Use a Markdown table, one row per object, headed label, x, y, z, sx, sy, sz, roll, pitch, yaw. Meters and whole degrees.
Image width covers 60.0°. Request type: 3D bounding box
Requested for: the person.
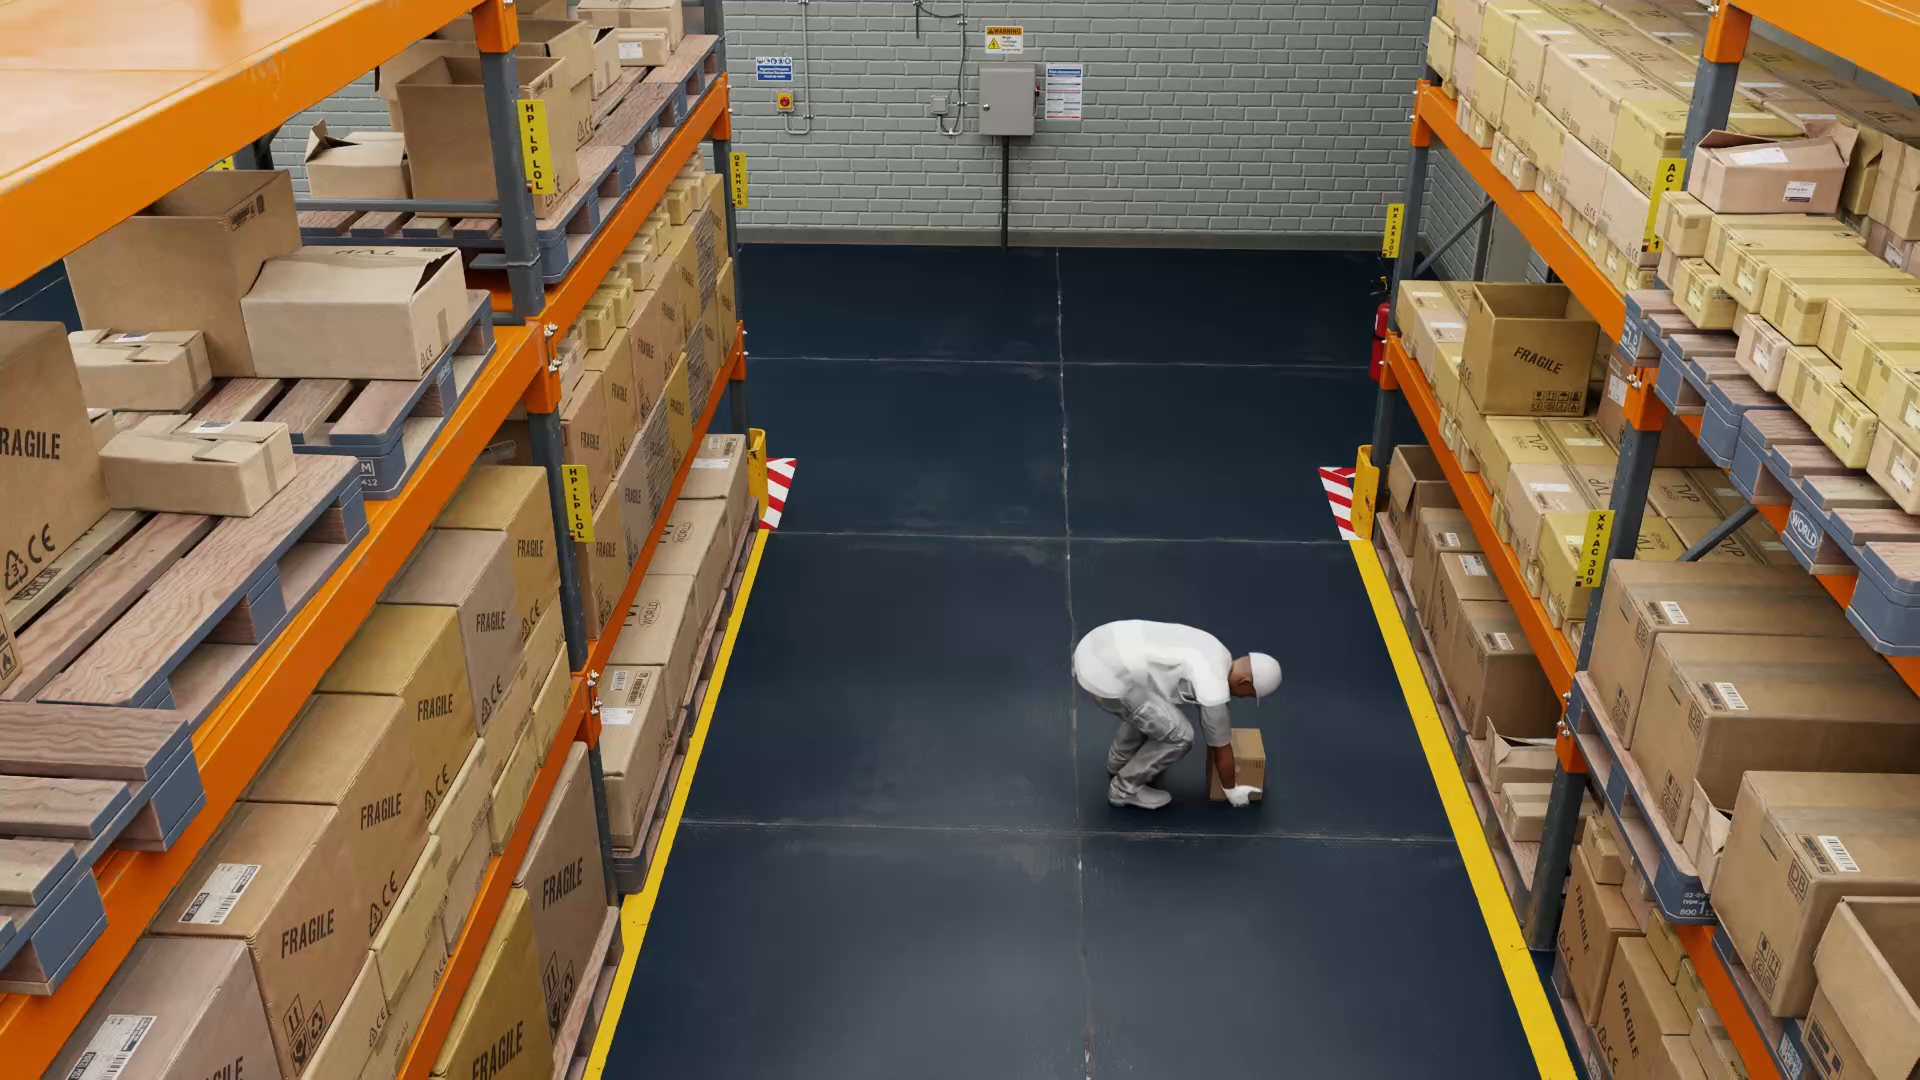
| label | x | y | z | sx | sy | sz | roll | pitch | yaw |
| --- | --- | --- | --- | --- | --- | --- | --- | --- | --- |
| person | 1.037 | 0.814 | 8.005 | 0.986 | 0.917 | 0.535 | 0 | 28 | 0 |
